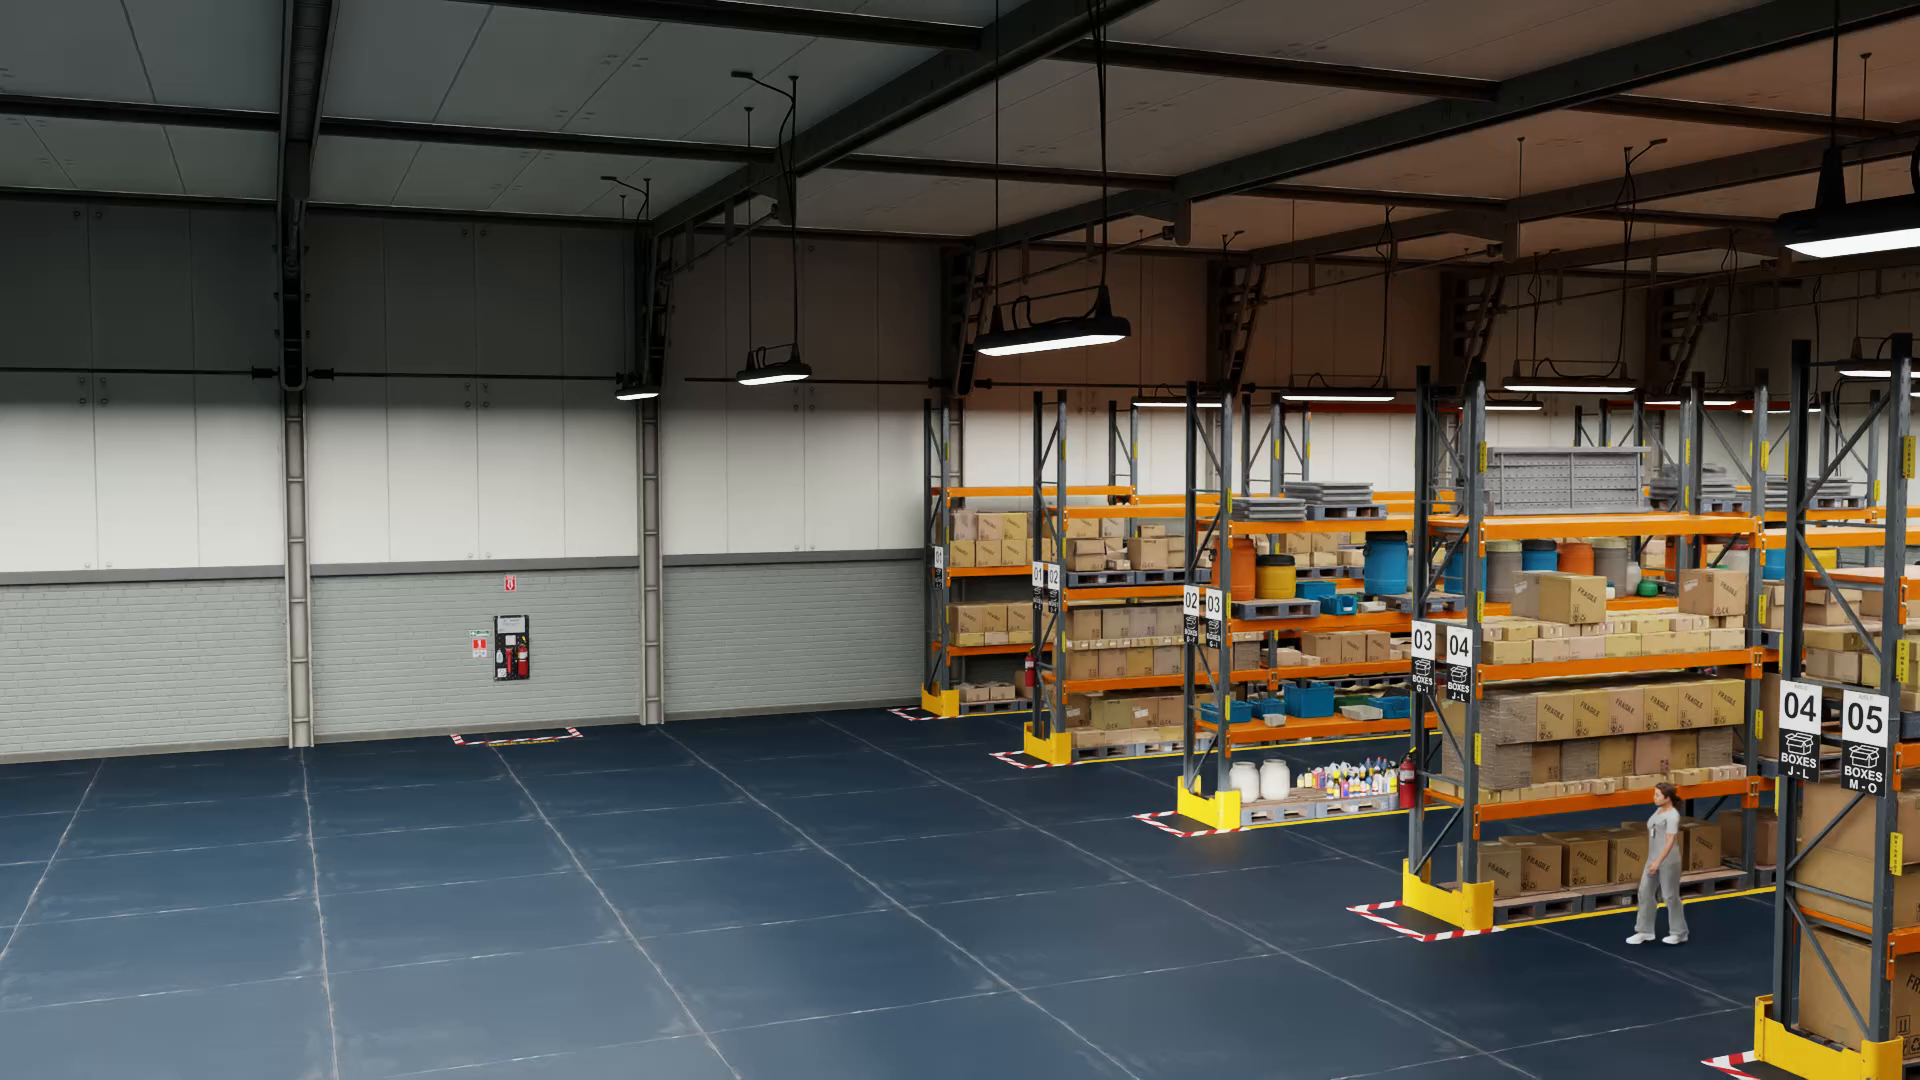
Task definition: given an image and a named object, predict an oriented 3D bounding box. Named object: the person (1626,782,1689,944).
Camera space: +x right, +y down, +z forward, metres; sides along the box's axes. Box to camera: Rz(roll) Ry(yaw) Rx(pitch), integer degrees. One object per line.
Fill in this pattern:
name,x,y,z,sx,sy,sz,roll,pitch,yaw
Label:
person,7.202,3.330,17.109,0.610,1.695,0.486,0,3,-7
